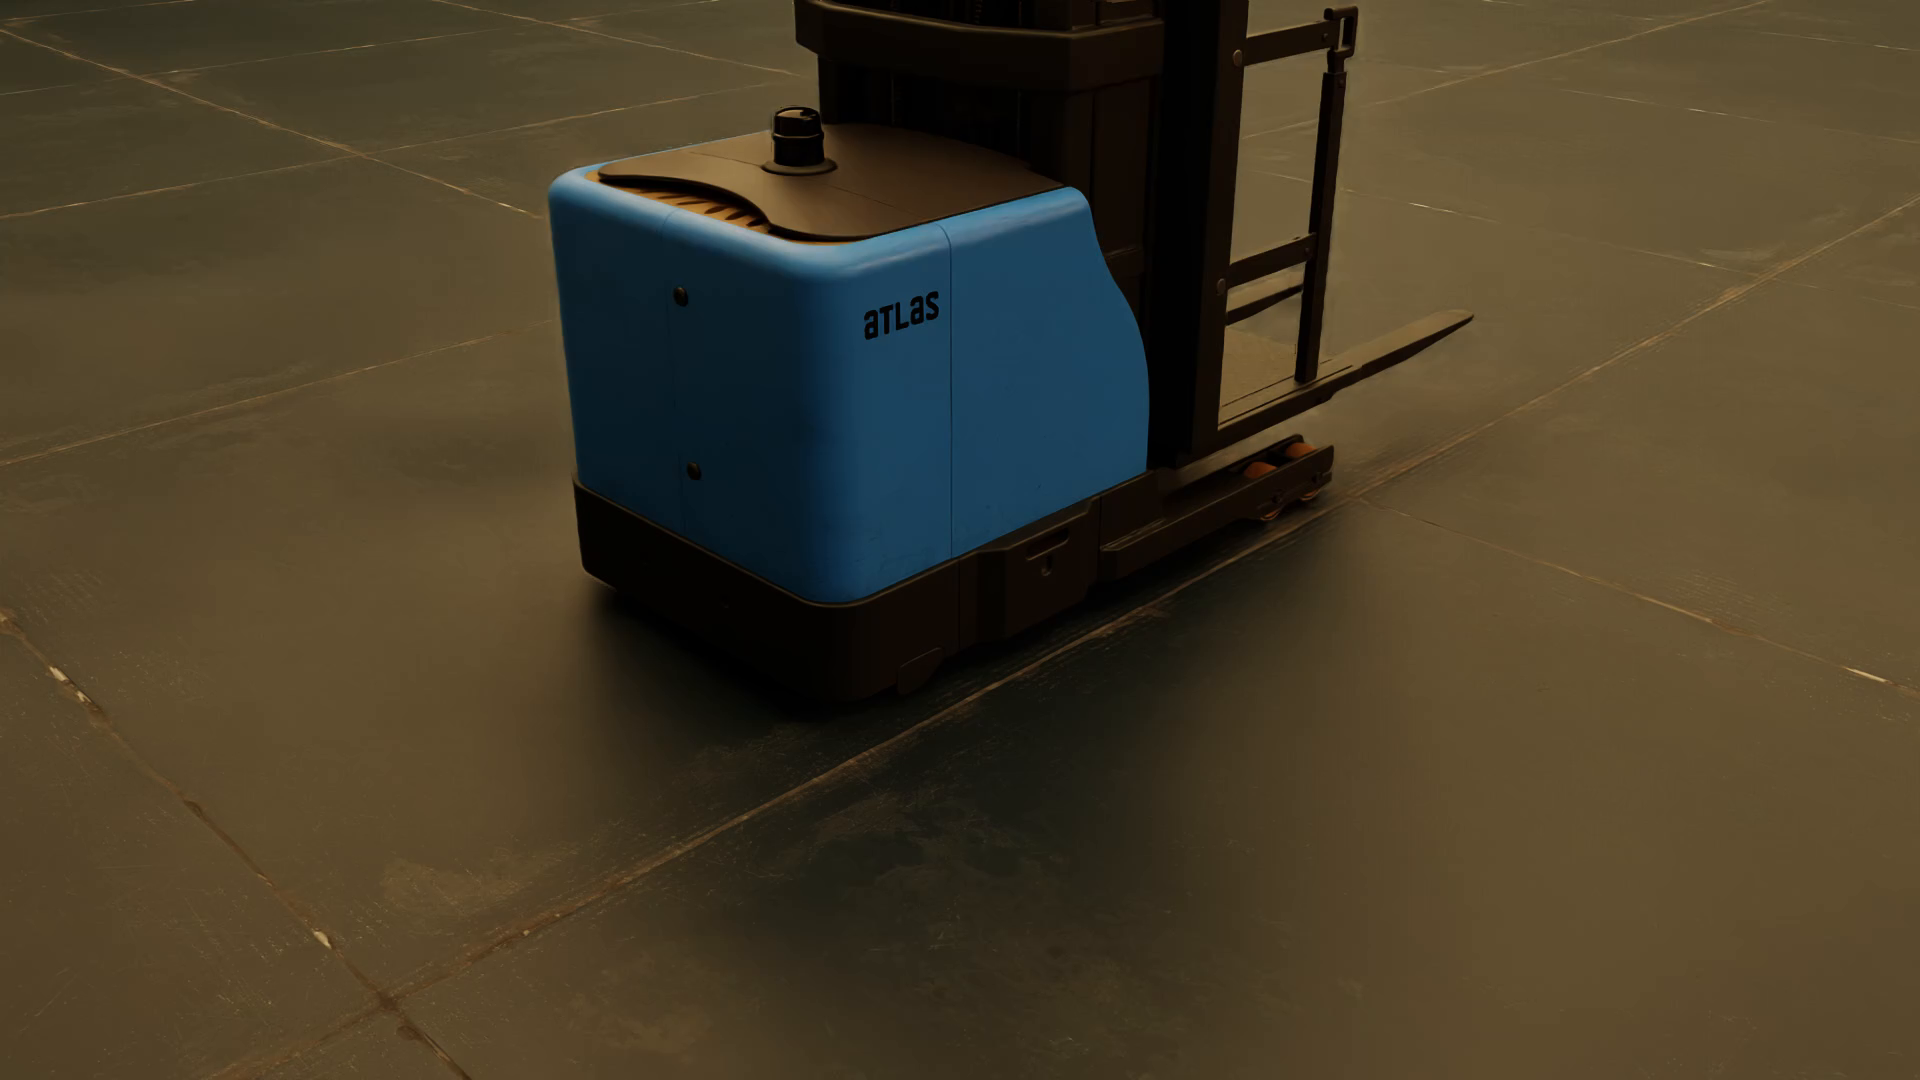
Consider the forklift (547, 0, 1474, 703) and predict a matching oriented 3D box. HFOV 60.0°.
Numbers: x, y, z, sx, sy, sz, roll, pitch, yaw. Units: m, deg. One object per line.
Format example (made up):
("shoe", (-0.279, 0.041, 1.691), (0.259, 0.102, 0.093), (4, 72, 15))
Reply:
("forklift", (0.426, -1.509, 4.291), (1.130, 2.935, 3.031), (24, 35, 39))
